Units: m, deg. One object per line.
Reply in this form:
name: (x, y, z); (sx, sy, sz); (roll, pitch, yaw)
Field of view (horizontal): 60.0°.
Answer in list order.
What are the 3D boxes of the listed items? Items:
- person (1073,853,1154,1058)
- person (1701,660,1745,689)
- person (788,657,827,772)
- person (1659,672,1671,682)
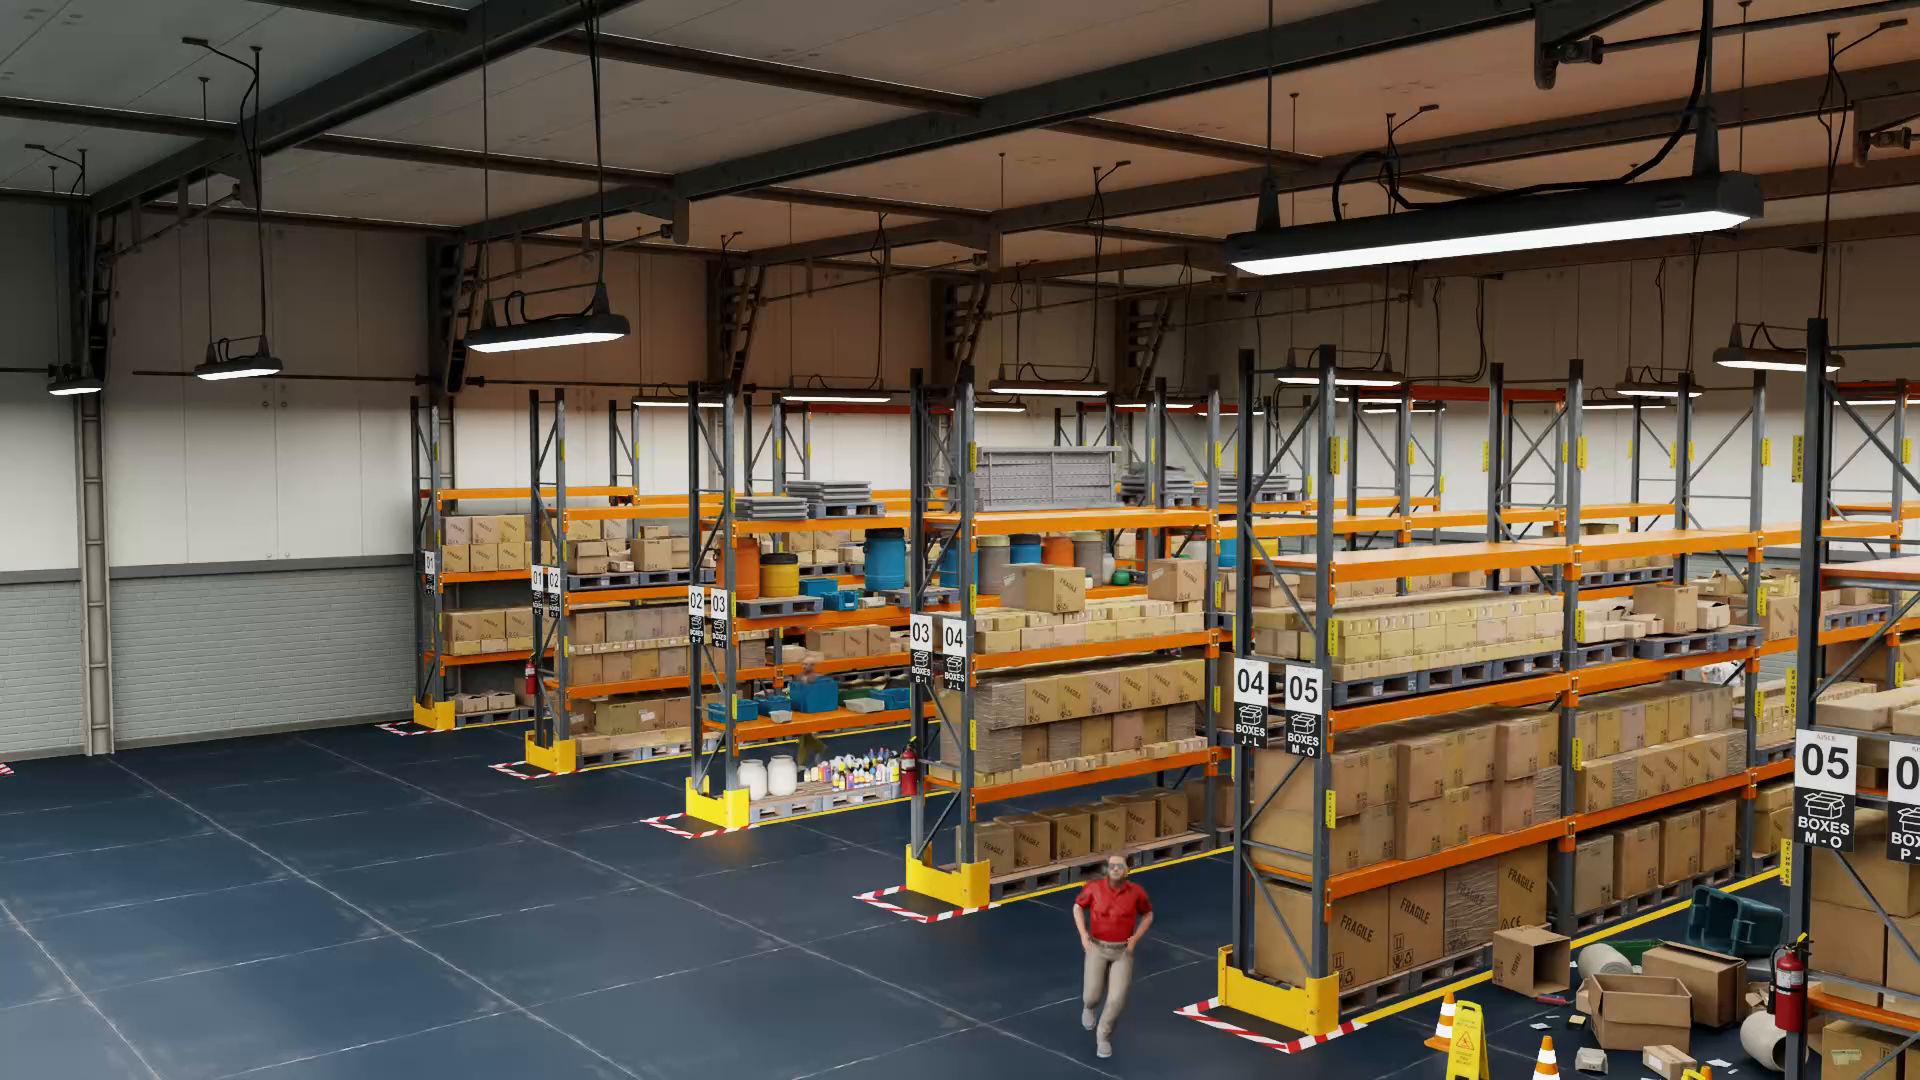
person: (1.309, 3.496, 14.198); (0.687, 1.692, 0.618); (0, 3, 5)
person: (13.264, 2.630, 28.699); (0.711, 1.788, 0.624); (-1, 3, -15)
person: (-2.382, 2.710, 26.074); (0.715, 1.756, 1.000); (2, 4, 35)
person: (11.002, 2.807, 25.853); (0.927, 1.675, 0.616); (-3, 5, -42)
